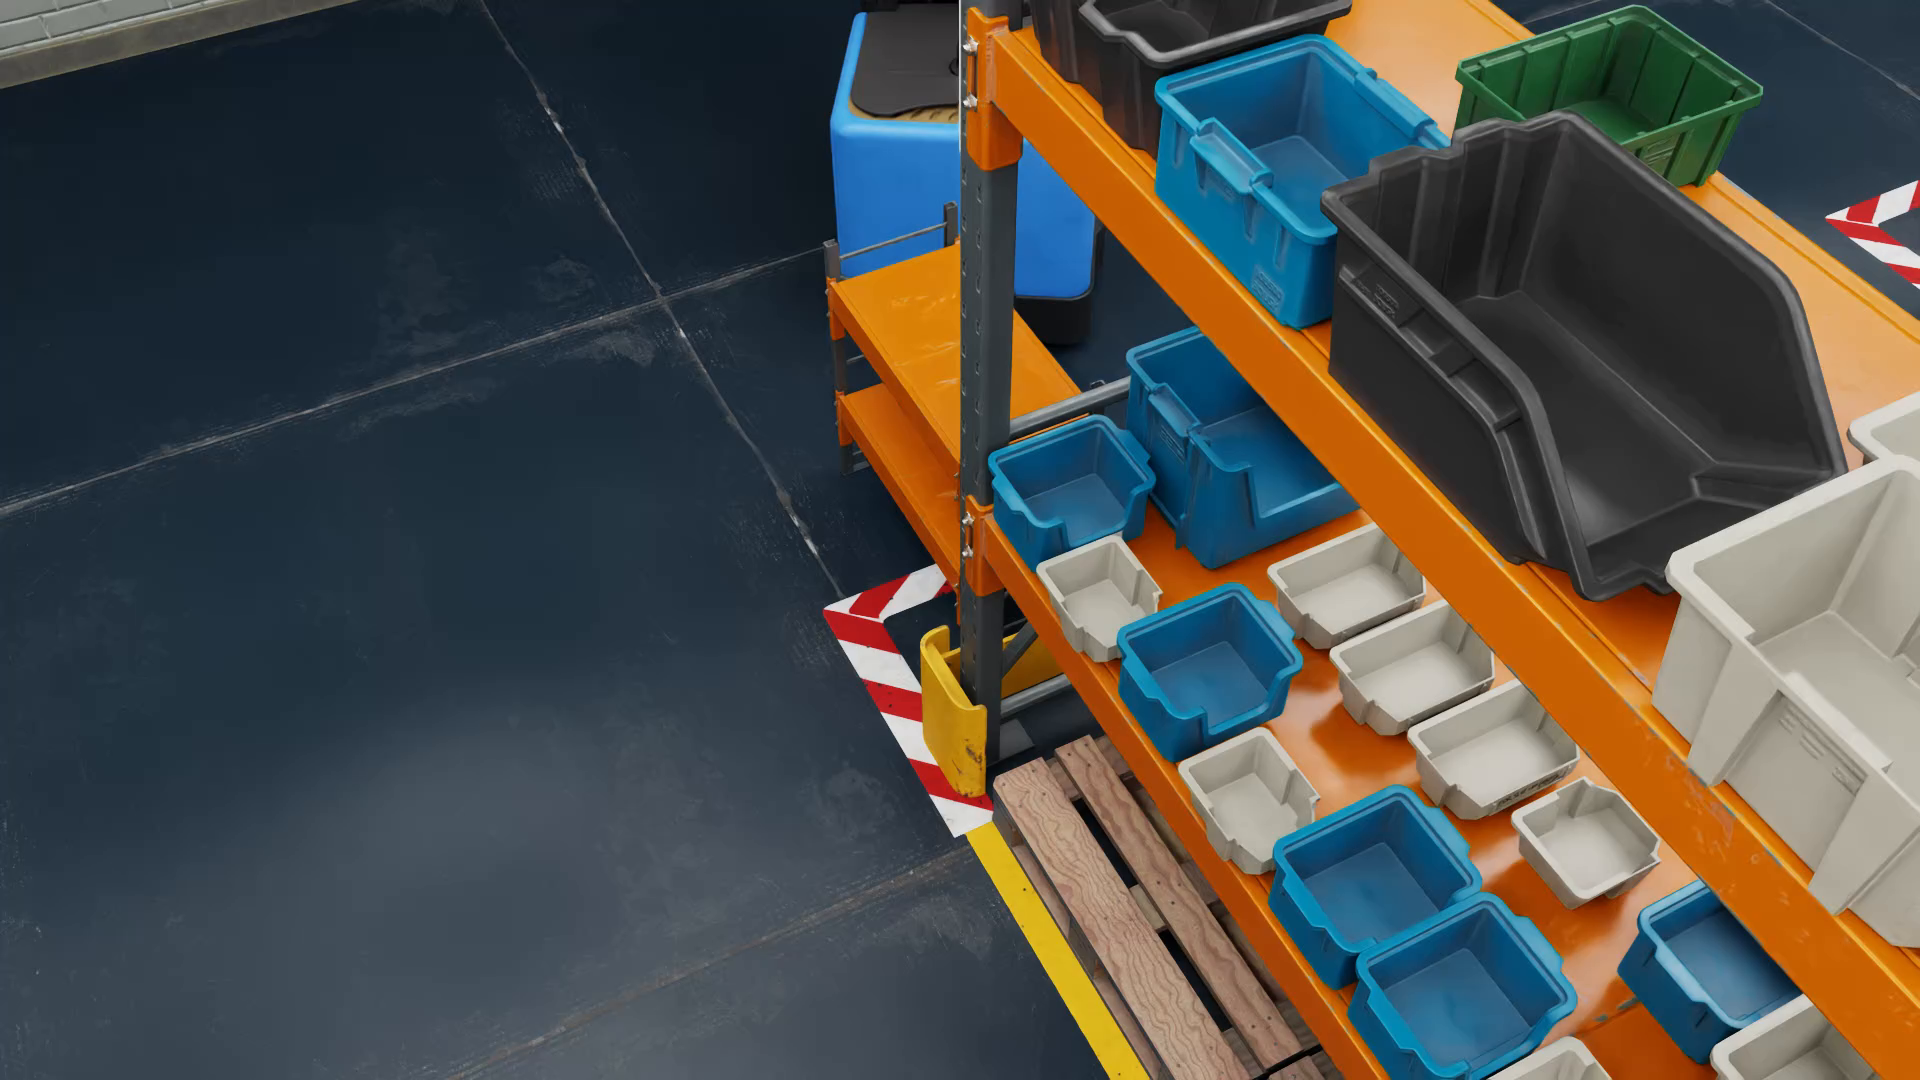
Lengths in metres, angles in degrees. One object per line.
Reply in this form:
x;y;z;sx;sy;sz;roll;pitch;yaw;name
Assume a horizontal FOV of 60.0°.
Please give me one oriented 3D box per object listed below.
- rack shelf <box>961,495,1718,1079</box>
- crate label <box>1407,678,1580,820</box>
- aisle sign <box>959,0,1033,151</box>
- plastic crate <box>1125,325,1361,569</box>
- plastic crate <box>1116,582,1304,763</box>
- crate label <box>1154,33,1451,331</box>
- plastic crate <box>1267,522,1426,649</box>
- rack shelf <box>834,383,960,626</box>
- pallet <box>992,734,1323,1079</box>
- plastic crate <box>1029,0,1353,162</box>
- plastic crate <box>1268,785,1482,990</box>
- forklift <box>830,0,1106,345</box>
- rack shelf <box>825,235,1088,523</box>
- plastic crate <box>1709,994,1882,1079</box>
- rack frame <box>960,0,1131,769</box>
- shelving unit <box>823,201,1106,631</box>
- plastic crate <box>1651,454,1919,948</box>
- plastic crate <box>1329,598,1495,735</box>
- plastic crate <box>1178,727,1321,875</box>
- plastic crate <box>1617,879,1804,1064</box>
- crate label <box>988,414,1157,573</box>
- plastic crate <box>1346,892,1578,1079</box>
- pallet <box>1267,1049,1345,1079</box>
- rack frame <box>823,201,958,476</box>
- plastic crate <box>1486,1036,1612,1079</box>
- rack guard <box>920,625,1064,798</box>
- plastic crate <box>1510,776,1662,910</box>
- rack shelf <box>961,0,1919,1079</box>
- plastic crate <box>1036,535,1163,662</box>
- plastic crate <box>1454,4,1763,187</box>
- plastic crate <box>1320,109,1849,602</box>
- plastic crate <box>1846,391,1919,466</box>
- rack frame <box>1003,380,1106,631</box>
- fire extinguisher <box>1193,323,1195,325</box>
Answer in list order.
1.387;1.154;3.726;1.077;0.370;4.000;-21;52;-18;rack shelf
1.275;0.506;3.950;0.396;0.136;0.243;-21;52;-18;crate label
0.174;-1.223;3.600;0.394;0.787;0.004;-21;52;-18;aisle sign
0.791;-0.293;4.450;0.616;0.435;0.499;-21;52;-18;plastic crate
0.593;0.333;4.037;0.416;0.233;0.300;-21;52;-18;plastic crate
0.606;-0.631;2.915;0.408;0.251;0.502;-21;52;-18;crate label
1.006;0.129;4.280;0.396;0.136;0.243;-21;52;-18;plastic crate
-0.003;-0.214;6.015;0.538;0.278;1.000;-21;52;-18;rack shelf
0.814;1.062;5.181;1.003;0.211;1.213;-21;52;-18;pallet
0.400;-1.012;3.236;0.497;0.269;0.590;-21;52;-18;plastic crate
0.894;0.774;3.652;0.416;0.233;0.300;-21;52;-18;plastic crate
0.138;-2.886;6.827;1.130;2.935;3.031;4;49;3;forklift
-0.003;-0.568;5.610;0.538;0.278;1.000;-21;52;-18;rack shelf
1.767;1.190;3.256;0.437;0.282;0.530;-21;52;-18;plastic crate
0.472;-0.421;4.626;1.000;3.000;0.127;-21;52;-18;rack frame
-0.003;-0.375;5.831;0.538;1.125;1.048;-21;52;-18;shelving unit
1.211;0.220;2.151;0.437;0.282;0.530;-21;52;-18;plastic crate
1.125;0.328;4.106;0.396;0.136;0.243;-21;52;-18;plastic crate
0.675;0.622;3.849;0.250;0.136;0.298;-21;52;-18;plastic crate
1.639;0.900;3.541;0.416;0.233;0.300;-21;52;-18;plastic crate
0.292;-0.107;4.422;0.416;0.233;0.303;-21;52;-18;crate label
1.032;0.975;3.476;0.416;0.233;0.300;-21;52;-18;plastic crate
1.369;1.877;4.468;1.003;0.211;1.213;-21;52;-18;pallet
-0.236;-0.715;6.128;0.500;1.125;0.032;-21;52;-18;rack frame
1.238;1.261;3.290;0.293;0.136;0.466;-21;52;-18;plastic crate
0.449;0.390;5.577;1.175;0.500;0.348;-21;52;-18;rack guard
1.427;0.698;3.782;0.298;0.136;0.250;-21;52;-18;plastic crate
1.387;0.167;2.597;1.077;0.370;4.000;-21;52;-18;rack shelf
0.365;0.168;4.246;0.250;0.136;0.298;-21;52;-18;plastic crate
1.177;-0.777;3.085;0.450;0.188;0.336;-21;52;-18;plastic crate
0.926;-0.271;2.543;0.504;0.338;0.767;-21;52;-18;plastic crate
1.638;-0.025;2.461;0.437;0.136;0.530;-21;52;-18;plastic crate
0.230;-0.035;5.533;0.500;1.125;0.032;-21;52;-18;rack frame
0.807;-0.531;5.020;0.296;0.674;0.183;-21;52;-18;fire extinguisher
